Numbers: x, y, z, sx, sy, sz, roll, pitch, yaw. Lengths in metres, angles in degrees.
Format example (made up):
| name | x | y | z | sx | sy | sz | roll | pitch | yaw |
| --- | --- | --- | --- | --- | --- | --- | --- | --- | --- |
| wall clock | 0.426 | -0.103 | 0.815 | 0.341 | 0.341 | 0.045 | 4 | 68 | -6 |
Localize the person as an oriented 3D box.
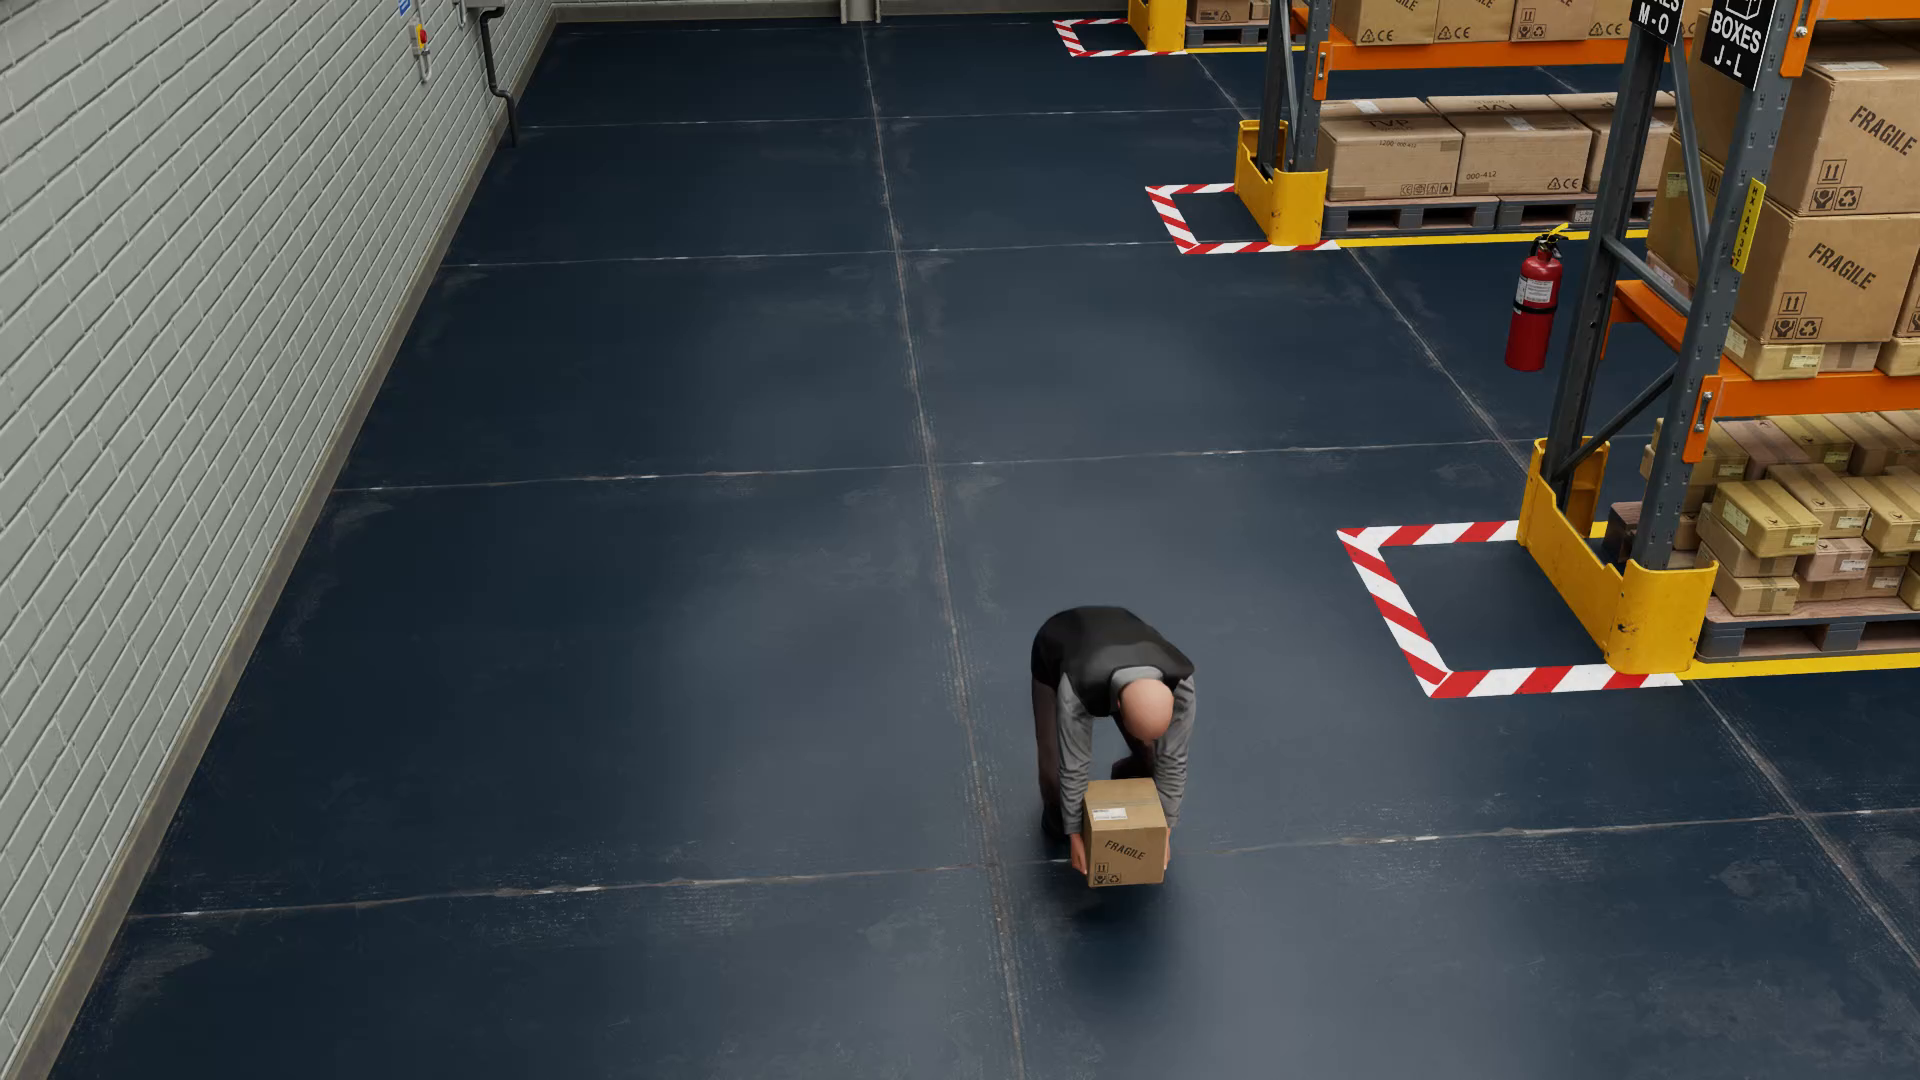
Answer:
| name | x | y | z | sx | sy | sz | roll | pitch | yaw |
| --- | --- | --- | --- | --- | --- | --- | --- | --- | --- |
| person | 0.522 | 0.681 | 5.775 | 0.514 | 0.951 | 0.908 | -4 | 31 | -6 |
